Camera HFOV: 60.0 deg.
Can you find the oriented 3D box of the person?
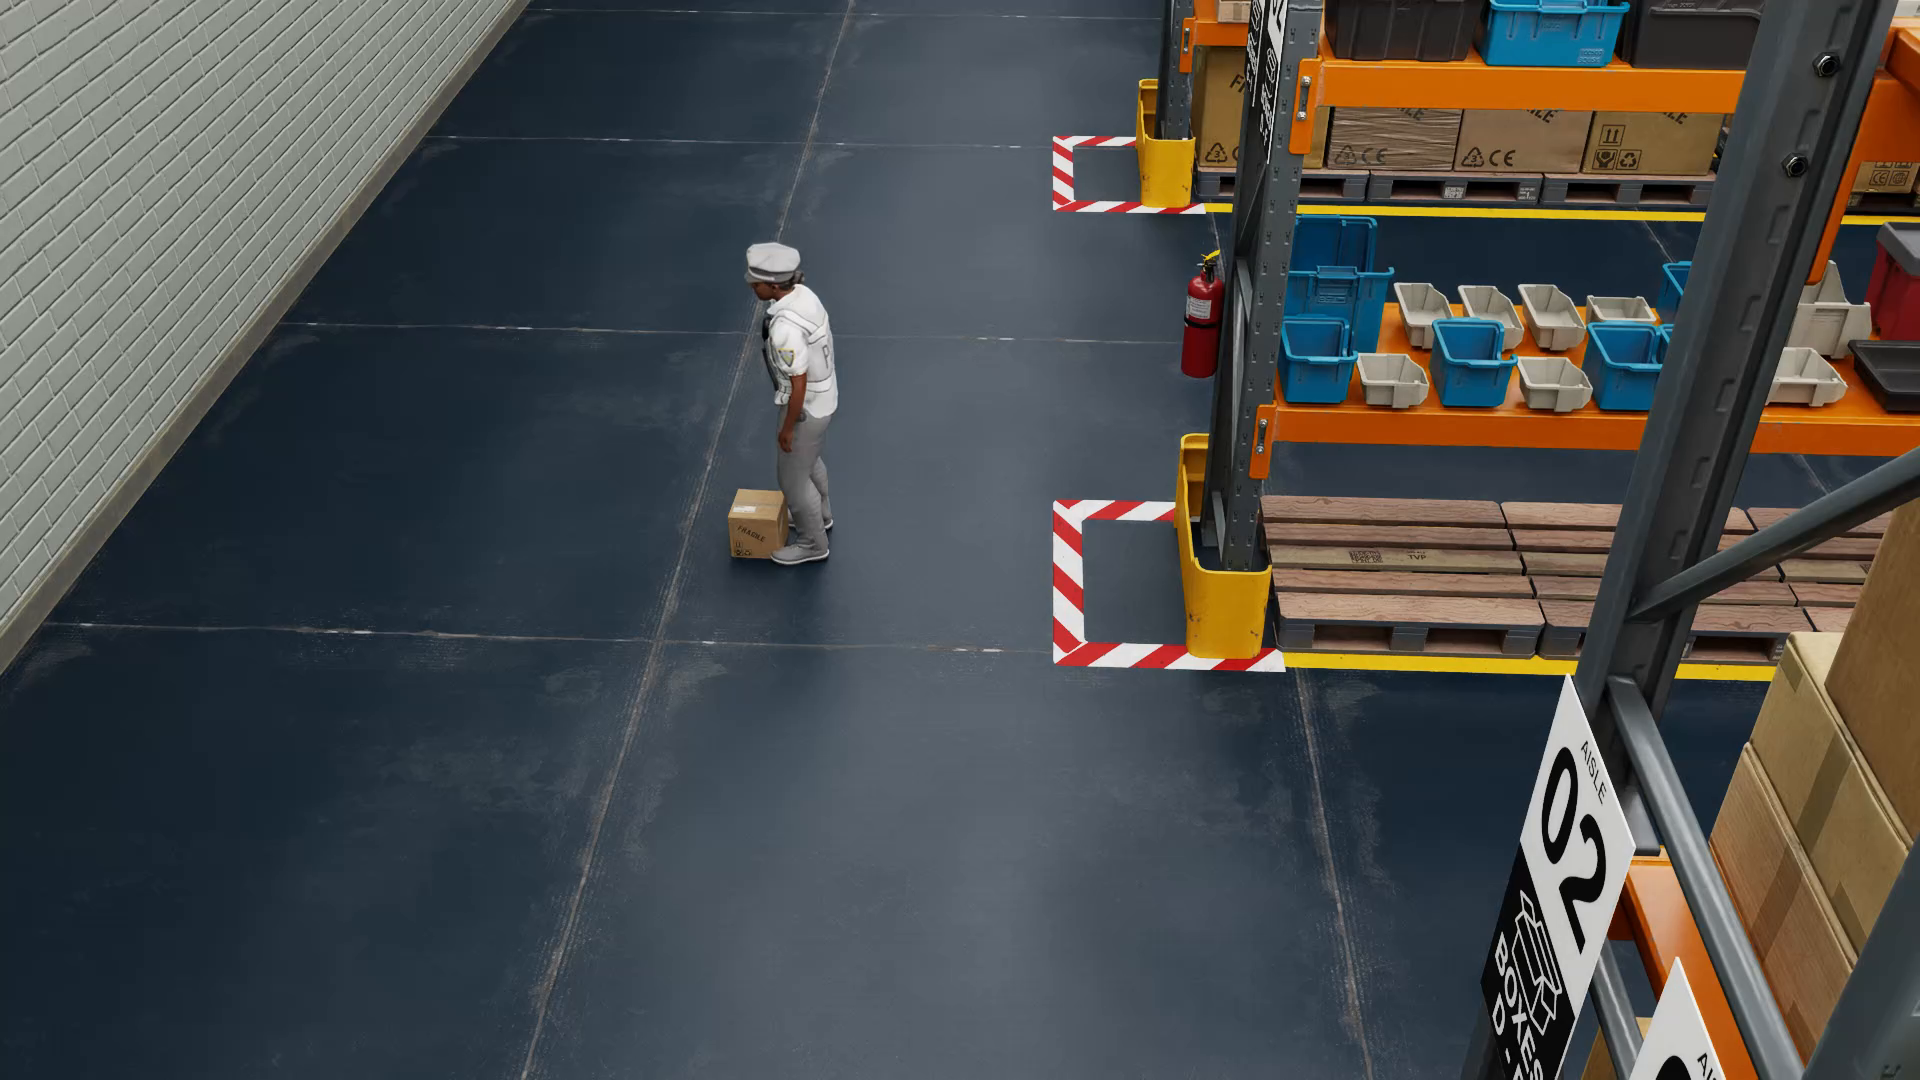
[{"bbox_3d":[-0.785,-0.651,8.015,0.397,1.658,0.509,1,36,2],"label":"person"}]
